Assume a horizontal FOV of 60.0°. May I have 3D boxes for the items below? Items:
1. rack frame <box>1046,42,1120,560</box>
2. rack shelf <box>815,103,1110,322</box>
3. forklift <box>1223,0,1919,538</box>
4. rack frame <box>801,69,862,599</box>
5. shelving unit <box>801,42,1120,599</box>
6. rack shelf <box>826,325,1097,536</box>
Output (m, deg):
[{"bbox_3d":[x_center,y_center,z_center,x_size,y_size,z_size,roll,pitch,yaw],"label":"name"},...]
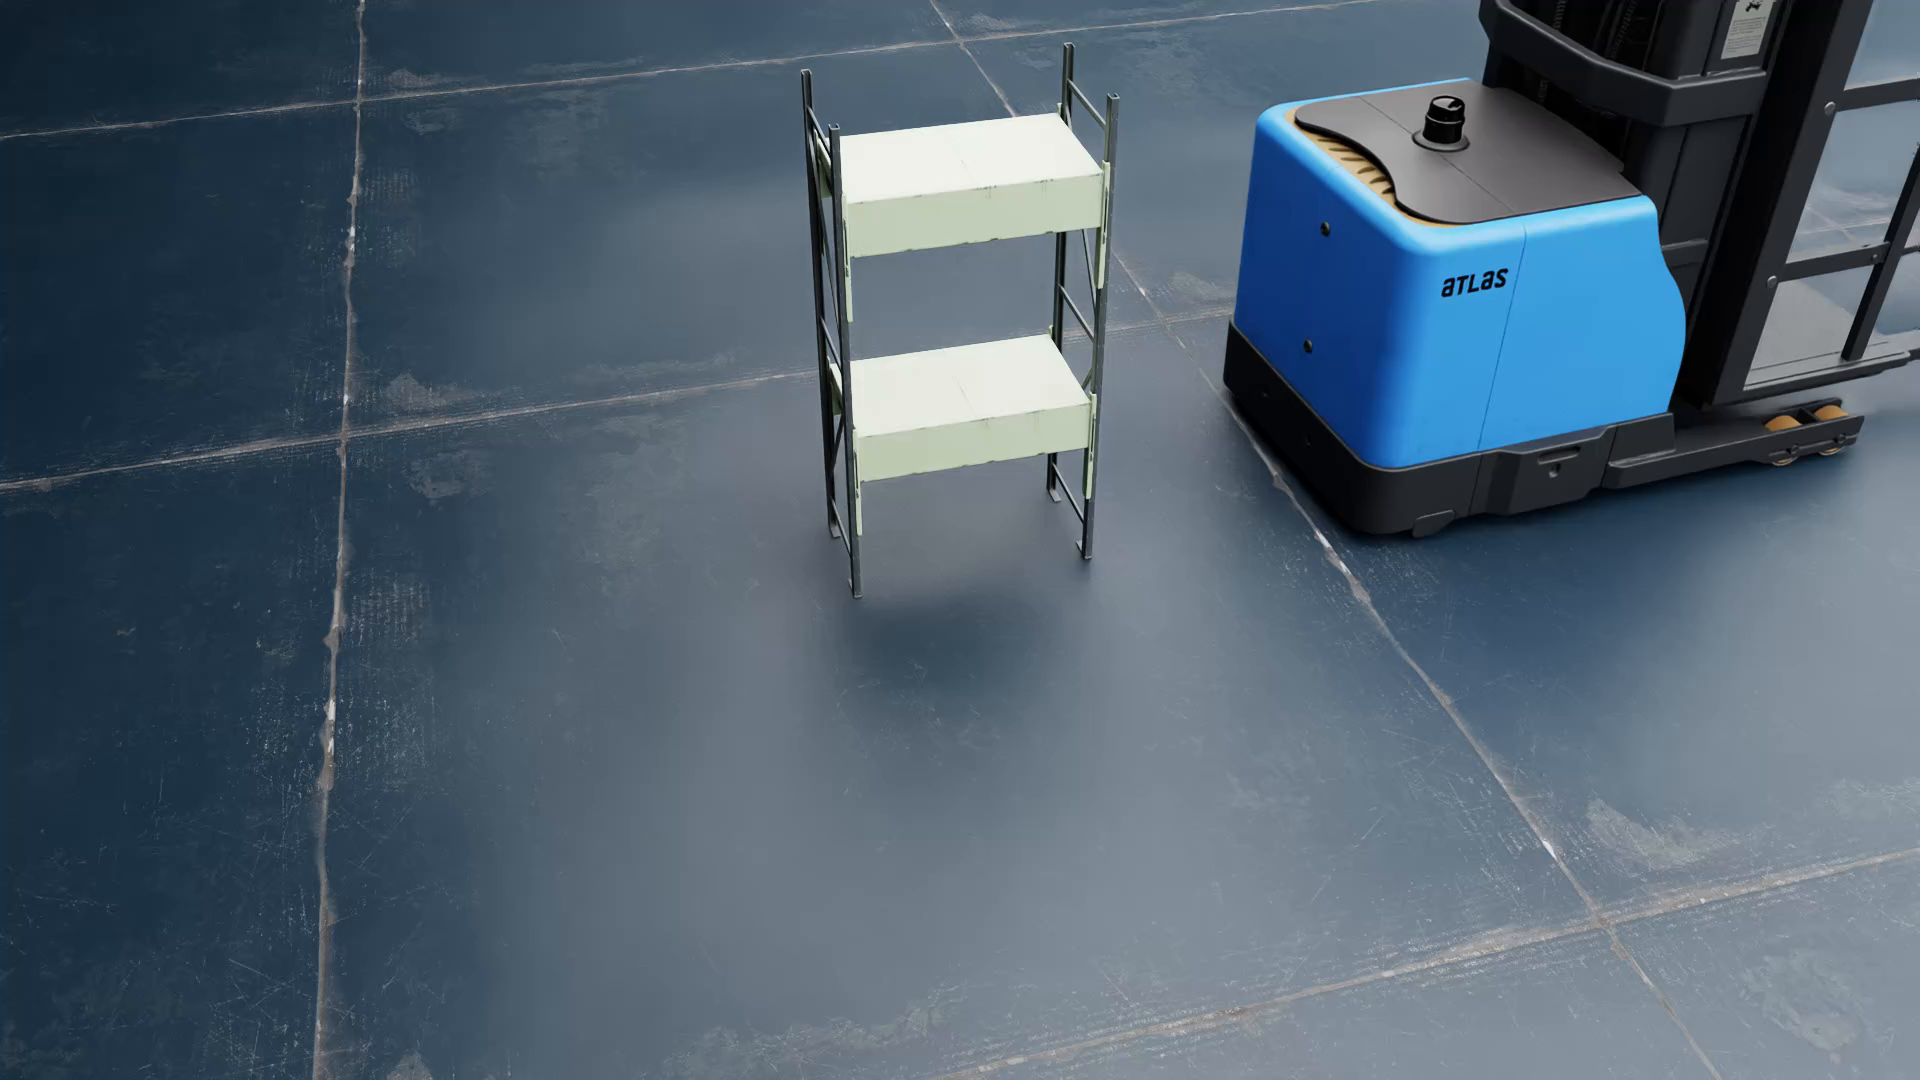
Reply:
[{"bbox_3d":[0.347,-0.653,4.869,0.023,1.500,0.400,-9,38,-12],"label":"rack frame"},{"bbox_3d":[-0.006,-0.905,4.556,0.720,0.370,0.431,-9,38,-12],"label":"rack shelf"},{"bbox_3d":[2.502,-1.705,5.066,3.031,2.935,1.130,-12,39,-15],"label":"forklift"},{"bbox_3d":[-0.360,-0.537,4.717,0.023,1.500,0.400,-9,38,-12],"label":"rack frame"},{"bbox_3d":[-0.006,-0.595,4.793,0.755,1.500,0.431,-9,38,-12],"label":"shelving unit"},{"bbox_3d":[-0.006,-0.336,4.991,0.720,0.370,0.431,-9,38,-12],"label":"rack shelf"}]
